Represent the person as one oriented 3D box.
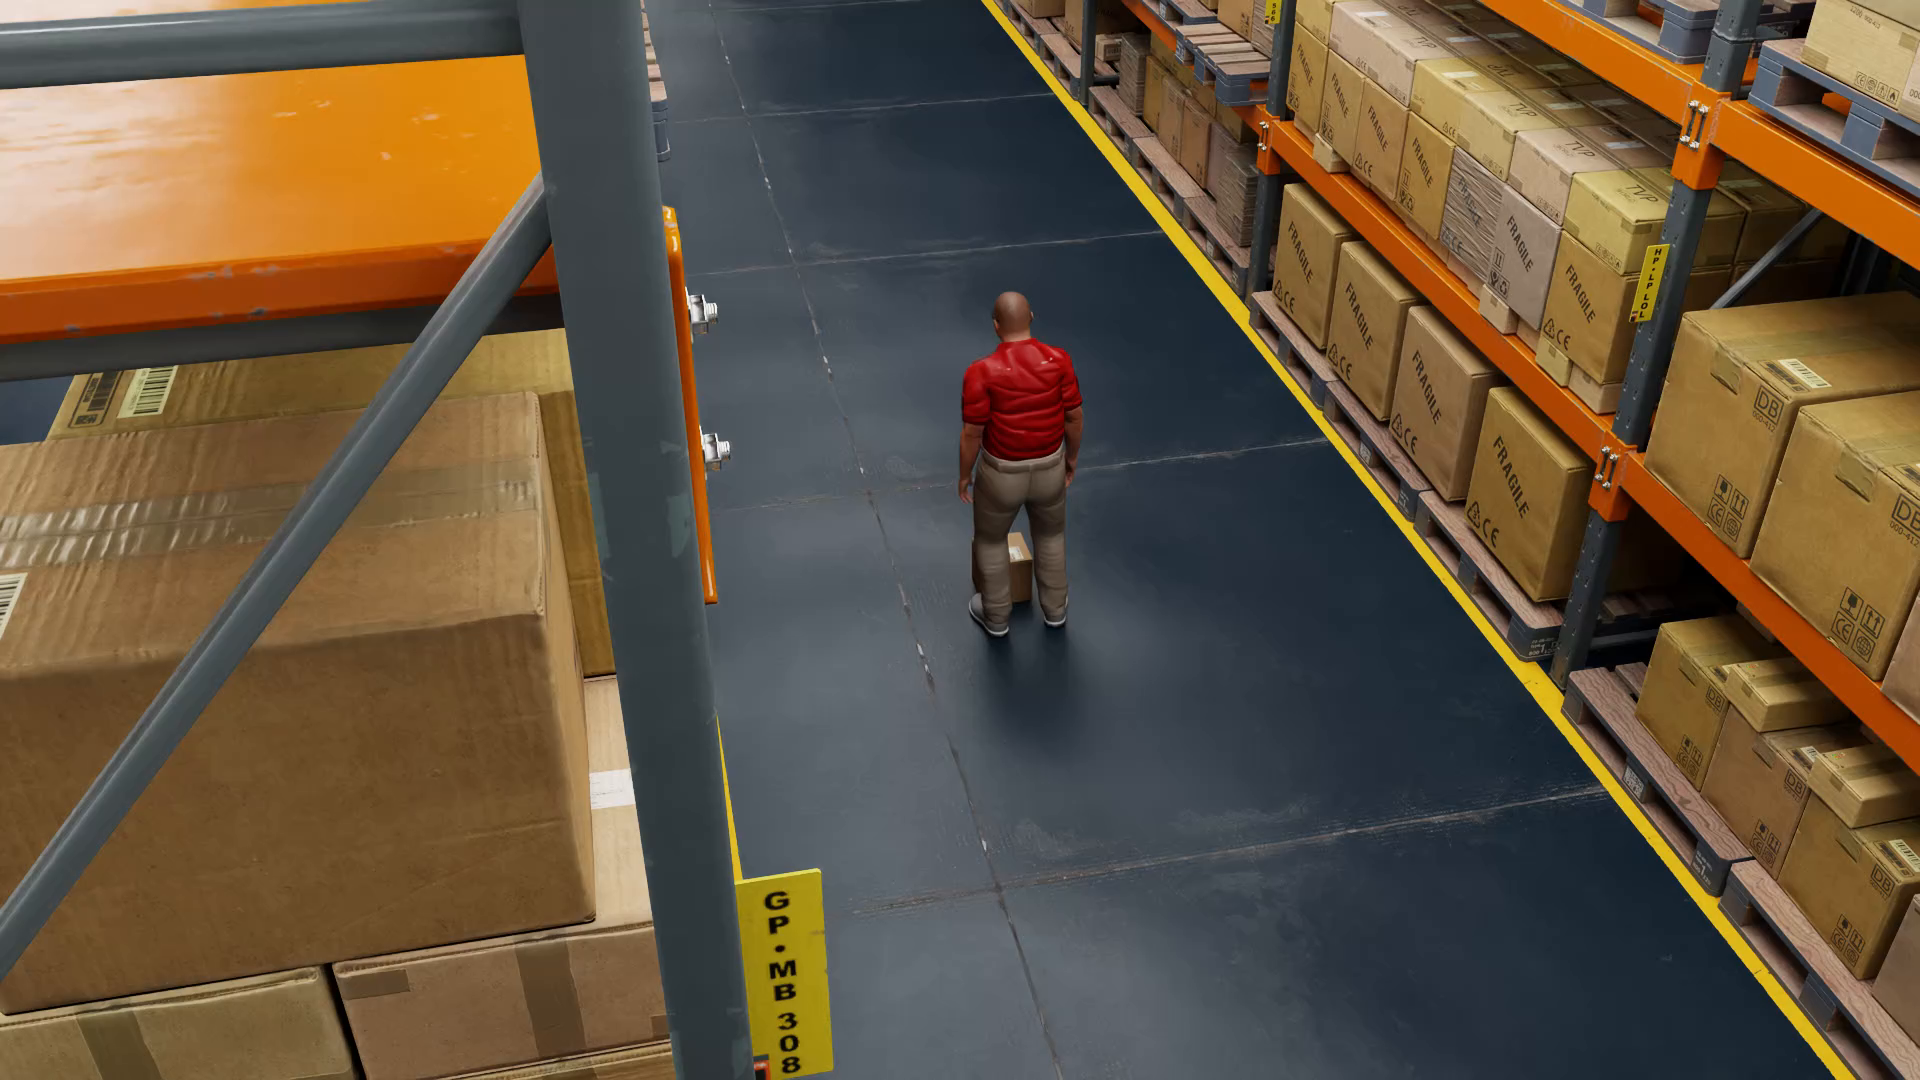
[{"bbox_3d":[0.270,-0.327,7.638,0.593,1.725,0.393,-9,35,-13],"label":"person"}]
